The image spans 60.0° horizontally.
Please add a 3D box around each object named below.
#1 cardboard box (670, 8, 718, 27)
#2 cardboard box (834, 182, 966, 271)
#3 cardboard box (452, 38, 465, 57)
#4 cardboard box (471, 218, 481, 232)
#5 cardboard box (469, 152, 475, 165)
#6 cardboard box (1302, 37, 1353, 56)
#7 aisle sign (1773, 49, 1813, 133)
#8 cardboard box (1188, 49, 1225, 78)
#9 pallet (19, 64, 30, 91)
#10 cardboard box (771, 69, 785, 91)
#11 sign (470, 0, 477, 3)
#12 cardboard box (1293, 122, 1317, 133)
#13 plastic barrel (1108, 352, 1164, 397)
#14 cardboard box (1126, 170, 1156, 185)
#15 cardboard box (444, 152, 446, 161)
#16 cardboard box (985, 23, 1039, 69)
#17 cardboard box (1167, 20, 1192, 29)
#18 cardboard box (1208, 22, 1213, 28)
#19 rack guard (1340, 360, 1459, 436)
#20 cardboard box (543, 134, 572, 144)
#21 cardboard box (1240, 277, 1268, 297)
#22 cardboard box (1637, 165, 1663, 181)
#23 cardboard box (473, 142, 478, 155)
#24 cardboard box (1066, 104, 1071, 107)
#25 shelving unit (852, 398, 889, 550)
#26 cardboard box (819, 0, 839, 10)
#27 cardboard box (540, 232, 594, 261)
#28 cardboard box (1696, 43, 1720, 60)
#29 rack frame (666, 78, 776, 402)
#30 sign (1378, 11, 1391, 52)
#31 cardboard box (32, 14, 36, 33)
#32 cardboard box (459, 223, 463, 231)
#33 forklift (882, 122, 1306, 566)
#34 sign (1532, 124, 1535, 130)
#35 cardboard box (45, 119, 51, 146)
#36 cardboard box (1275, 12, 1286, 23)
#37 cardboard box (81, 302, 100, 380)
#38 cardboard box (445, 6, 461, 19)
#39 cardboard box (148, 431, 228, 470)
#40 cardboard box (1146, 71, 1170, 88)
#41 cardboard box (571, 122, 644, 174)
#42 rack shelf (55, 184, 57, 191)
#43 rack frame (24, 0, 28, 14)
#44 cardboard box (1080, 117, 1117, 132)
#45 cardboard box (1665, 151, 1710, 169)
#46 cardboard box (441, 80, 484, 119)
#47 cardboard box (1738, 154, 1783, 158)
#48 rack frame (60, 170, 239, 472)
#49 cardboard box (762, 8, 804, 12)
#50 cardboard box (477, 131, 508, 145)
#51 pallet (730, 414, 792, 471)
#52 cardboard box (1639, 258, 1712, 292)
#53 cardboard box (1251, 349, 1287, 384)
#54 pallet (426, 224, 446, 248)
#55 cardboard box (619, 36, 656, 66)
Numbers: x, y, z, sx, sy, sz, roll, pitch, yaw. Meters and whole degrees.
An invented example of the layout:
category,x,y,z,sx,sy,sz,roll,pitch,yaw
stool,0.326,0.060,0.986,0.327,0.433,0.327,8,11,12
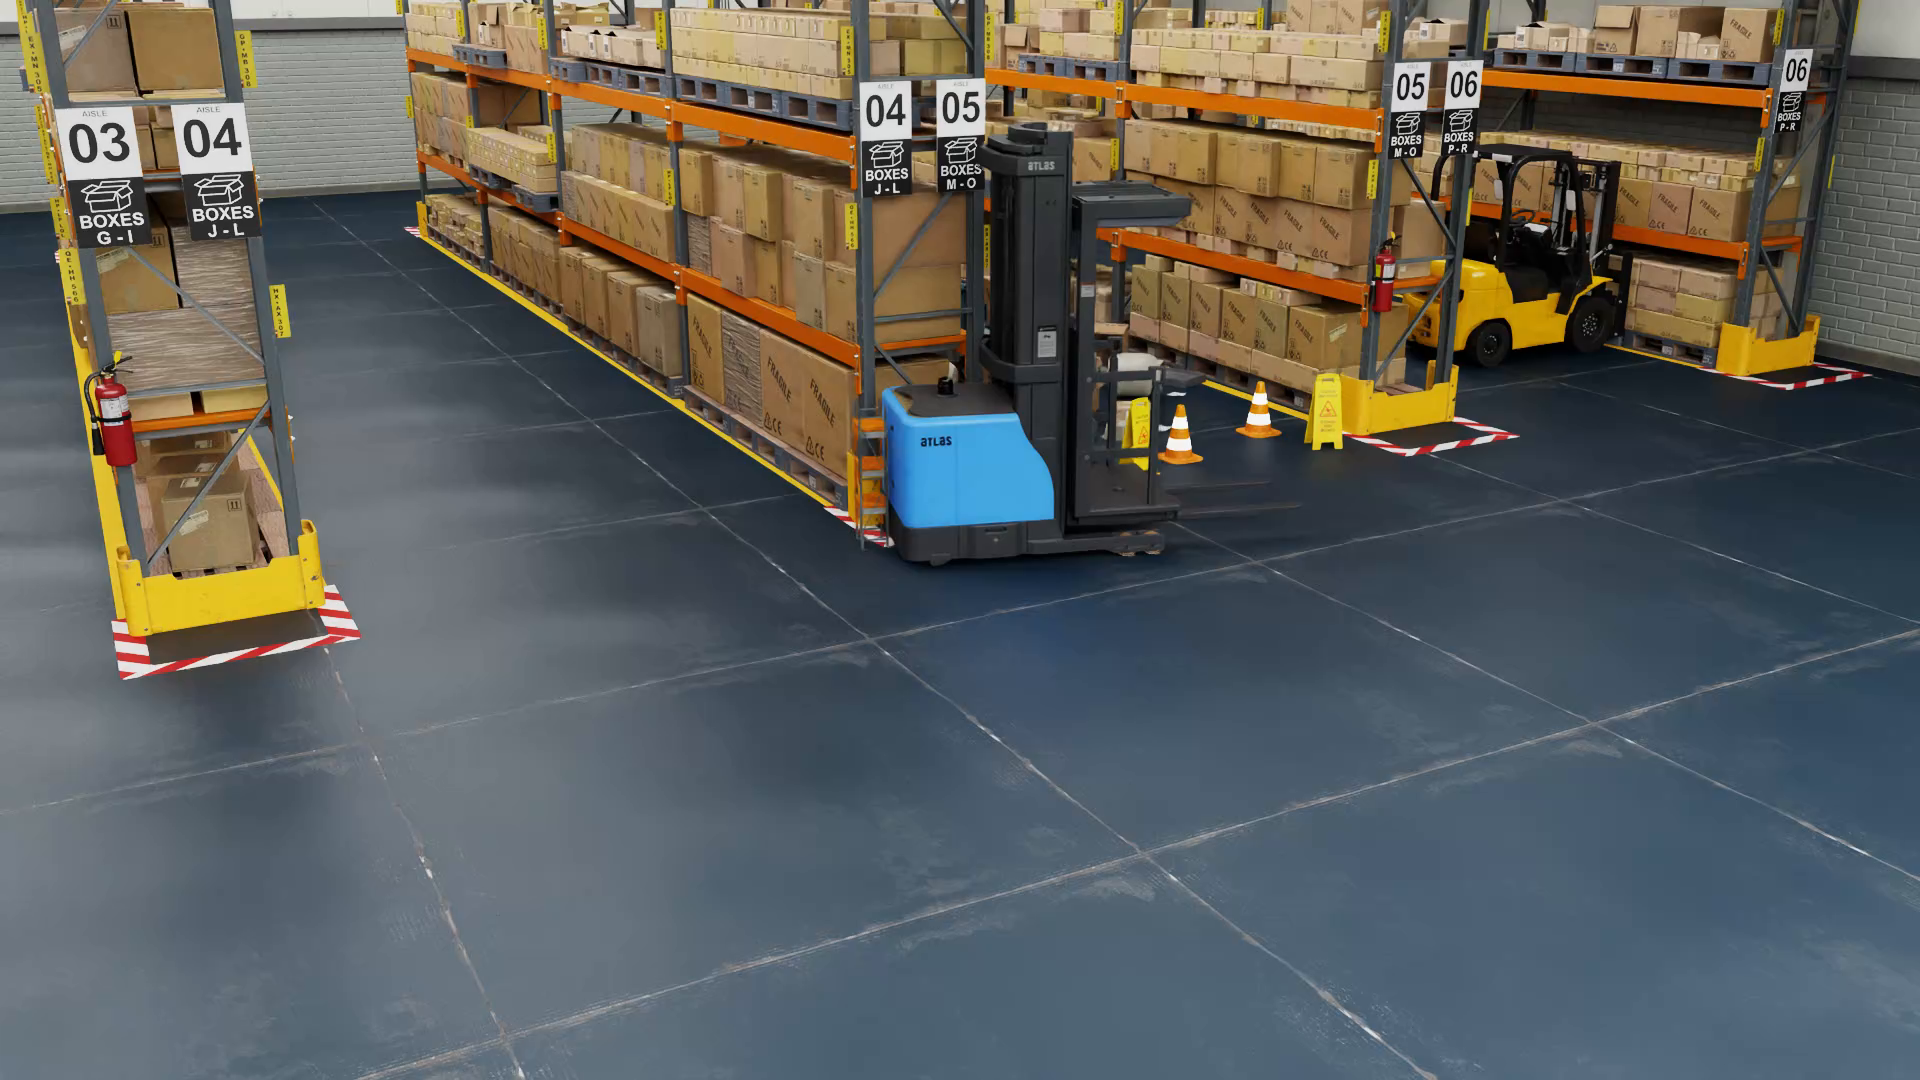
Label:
category,x,y,z,sx,sy,sz,roll,pitch,yaw
cardboard box,-2.315,-4.577,14.564,0.380,0.149,0.250,-10,21,-26
cardboard box,-0.431,-2.358,12.480,0.875,0.550,0.550,-10,21,-27
cardboard box,-6.458,-6.555,22.160,0.500,0.250,0.500,-9,21,-25
cardboard box,-6.542,-4.370,23.011,0.380,0.149,0.250,-10,21,-26
cardboard box,-6.205,-5.004,21.776,0.380,0.149,0.250,-11,22,-29
cardboard box,3.298,-4.418,14.902,0.380,0.149,0.250,-10,21,-26
aisle sign,8.158,-4.394,16.282,0.394,0.787,0.004,-10,21,-27
cardboard box,2.567,-4.634,16.139,0.500,0.250,0.500,-10,21,-26
pallet,-8.854,-4.727,16.921,1.213,0.211,1.003,-9,21,-24
cardboard box,-1.229,-3.544,12.793,0.380,0.149,0.250,-10,22,-27
sign,-7.389,-8.174,25.265,0.100,0.325,0.005,-10,21,-27
cardboard box,4.751,-5.597,22.604,0.380,0.149,0.250,-9,21,-25
plastic barrel,1.706,-1.600,16.120,0.512,0.421,0.421,4,19,11
cardboard box,2.083,-3.626,17.433,0.500,0.500,0.500,-10,21,-27
cardboard box,-7.236,-5.555,24.015,0.380,0.149,0.250,-9,21,-25
cardboard box,0.661,-5.948,20.018,0.700,0.500,0.500,-10,21,-27
cardboard box,3.232,-7.635,24.648,0.380,0.149,0.250,-9,21,-25
cardboard box,3.767,-7.427,24.076,0.380,0.149,0.250,-10,21,-26
rack guard,3.983,-1.300,15.132,1.175,0.500,0.348,-10,21,-27
cardboard box,-5.007,-5.010,20.883,0.380,0.149,0.250,-11,22,-29
cardboard box,2.935,-2.453,16.068,0.380,0.149,0.250,-9,21,-24
cardboard box,7.482,-3.935,17.788,0.380,0.149,0.250,-11,22,-28
cardboard box,-6.081,-5.071,21.513,0.380,0.149,0.250,-10,22,-28
cardboard box,1.963,-7.360,28.637,0.500,0.250,0.500,-10,21,-27
shelving unit,-0.637,-0.468,11.878,0.215,1.050,0.252,-4,19,-11
cardboard box,-1.774,-7.817,24.637,0.500,0.500,0.500,-10,21,-26
cardboard box,-4.644,-3.488,19.679,0.500,0.250,0.500,-11,22,-28
cardboard box,7.725,-4.965,16.912,0.380,0.149,0.250,-11,22,-28
rack frame,-2.189,-2.812,15.683,1.000,3.000,0.127,-10,21,-27
sign,3.521,-4.216,13.795,0.100,0.325,0.005,-10,21,-27
cardboard box,-8.022,-4.459,14.936,0.500,0.500,0.500,-11,22,-28
cardboard box,-6.980,-4.529,23.928,0.380,0.149,0.250,-11,22,-29
forklift,0.990,-1.432,11.787,3.031,2.935,1.130,-4,19,-11
sign,6.974,-4.911,20.316,0.100,0.325,0.005,-10,21,-27
cardboard box,-10.854,-4.884,20.312,0.500,0.500,0.500,-9,21,-25
cardboard box,4.655,-7.351,23.400,0.380,0.149,0.250,-11,22,-29
cardboard box,-5.282,-1.400,10.980,0.875,0.500,0.500,-10,21,-27
cardboard box,-6.664,-7.066,22.264,0.380,0.149,0.250,-10,21,-27
cardboard box,-5.579,-0.472,12.090,0.500,0.500,0.500,-8,21,-22
cardboard box,2.125,-4.695,16.927,0.380,0.149,0.250,-10,21,-27
cardboard box,-3.884,-4.350,18.453,0.700,0.500,0.500,-10,21,-27
rack shelf,-11.350,-4.604,21.977,1.077,0.370,4.000,-10,21,-27
rack frame,-12.300,-8.354,22.545,1.000,3.000,0.127,-10,21,-27
cardboard box,1.601,-4.787,19.157,0.380,0.149,0.250,-9,21,-24
cardboard box,7.685,-4.014,17.562,0.380,0.149,0.250,-10,21,-26
cardboard box,-6.930,-6.159,23.240,0.500,0.500,0.500,-9,21,-25
cardboard box,8.343,-3.940,17.346,0.380,0.149,0.250,-9,21,-25
rack frame,-6.602,-2.073,13.540,1.000,3.000,0.127,-10,21,-27
cardboard box,-1.496,-4.534,14.439,0.380,0.149,0.250,-10,21,-27
cardboard box,-5.948,-5.132,21.236,0.380,0.149,0.250,-10,21,-26
pallet,-1.313,-0.913,14.454,1.003,0.211,1.213,-10,21,-27
cardboard box,7.645,-2.831,17.774,0.500,0.250,0.500,-10,21,-26
cardboard box,3.159,-1.699,16.027,0.500,0.250,0.500,-10,21,-26
pallet,-7.496,-4.678,25.366,1.003,0.211,1.213,-10,21,-27
cardboard box,-2.969,-4.725,16.062,0.500,0.250,0.500,-10,21,-27
